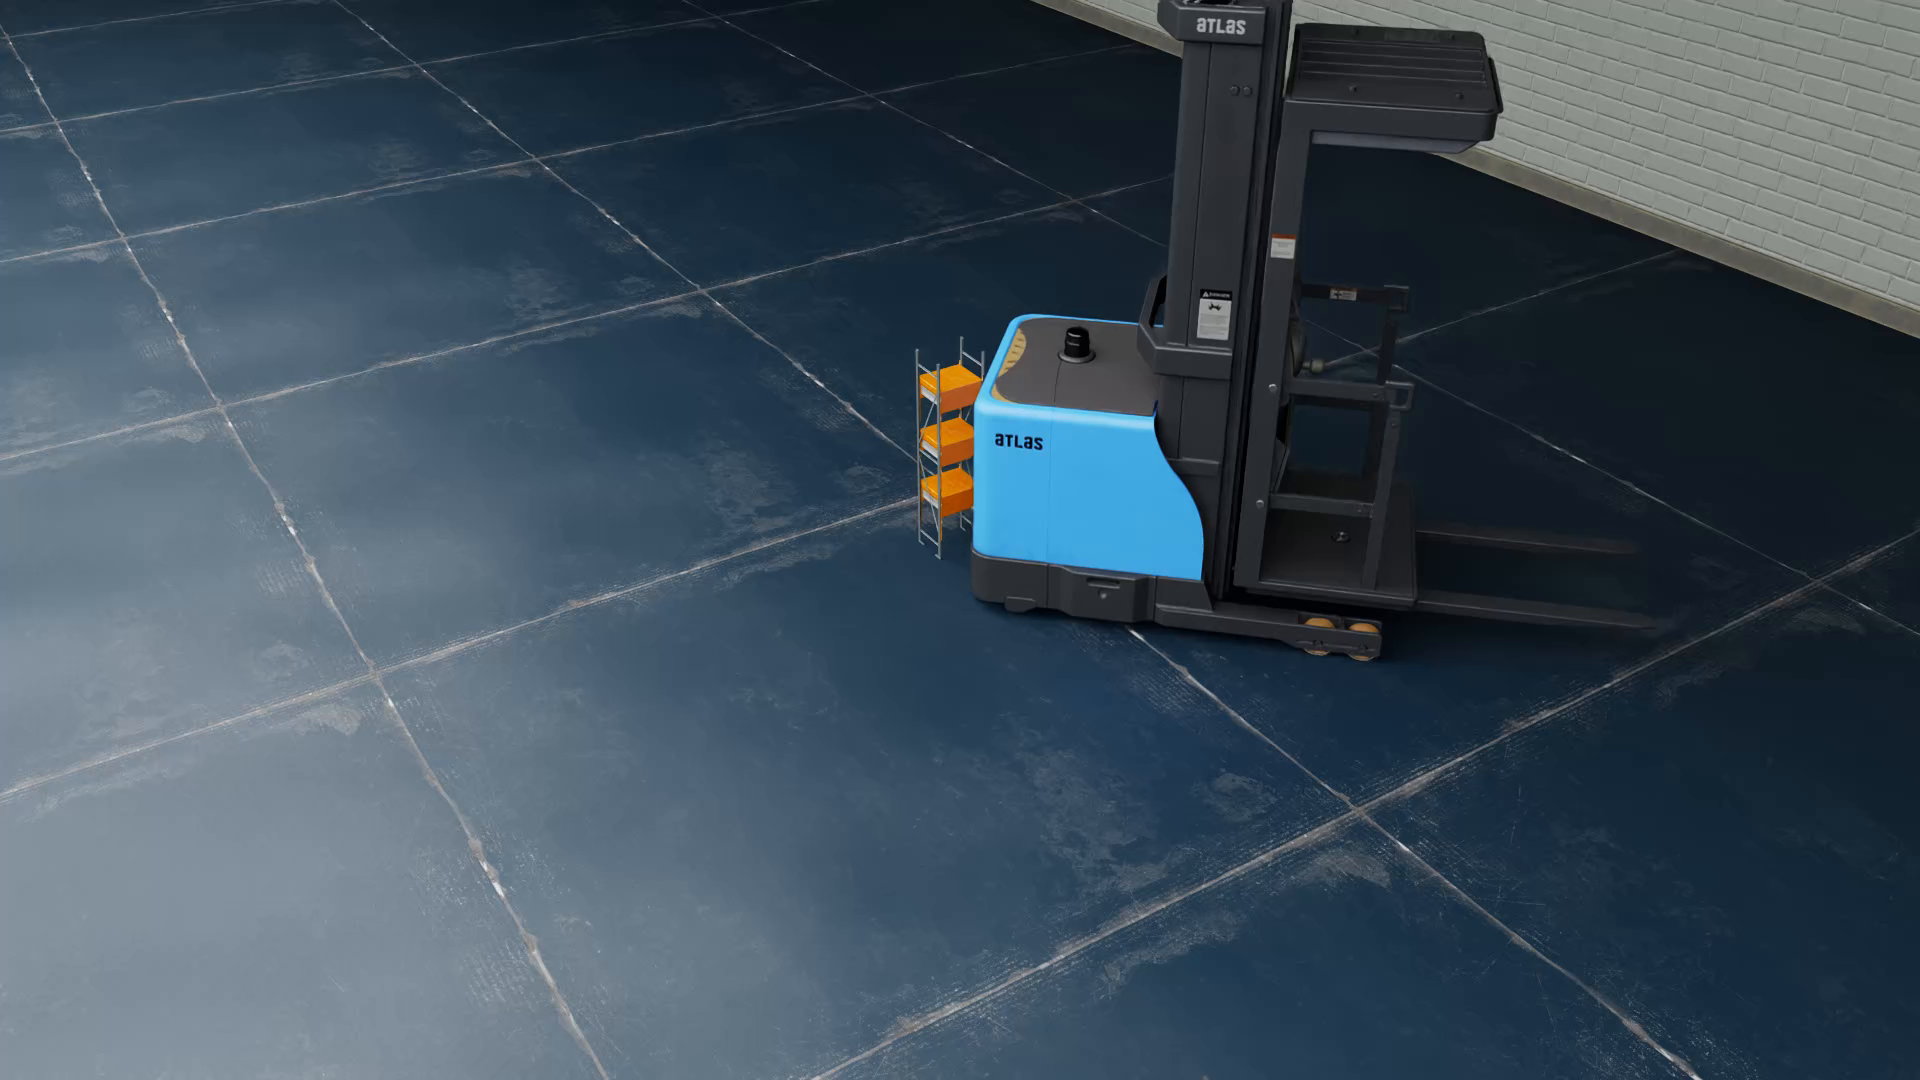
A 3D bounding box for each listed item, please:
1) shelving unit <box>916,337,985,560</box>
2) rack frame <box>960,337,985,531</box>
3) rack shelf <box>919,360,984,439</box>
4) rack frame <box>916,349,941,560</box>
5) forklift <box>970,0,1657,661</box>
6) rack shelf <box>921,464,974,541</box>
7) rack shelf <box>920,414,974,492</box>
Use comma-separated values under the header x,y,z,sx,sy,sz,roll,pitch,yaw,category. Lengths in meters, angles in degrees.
x,y,z,sx,sy,sz,roll,pitch,yaw,category
-0.045,-0.429,7.945,0.252,1.050,0.215,-19,37,-27,shelving unit
0.058,-0.464,8.001,0.008,1.050,0.200,-19,37,-27,rack frame
-0.045,-0.660,7.800,0.240,0.259,0.215,-19,37,-27,rack shelf
-0.148,-0.393,7.889,0.008,1.050,0.200,-19,37,-27,rack frame
1.619,-1.014,7.110,3.031,2.935,1.130,6,33,10,forklift
-0.045,-0.185,8.099,0.240,0.259,0.215,-19,37,-27,rack shelf
-0.045,-0.420,7.951,0.240,0.259,0.215,-19,37,-27,rack shelf
